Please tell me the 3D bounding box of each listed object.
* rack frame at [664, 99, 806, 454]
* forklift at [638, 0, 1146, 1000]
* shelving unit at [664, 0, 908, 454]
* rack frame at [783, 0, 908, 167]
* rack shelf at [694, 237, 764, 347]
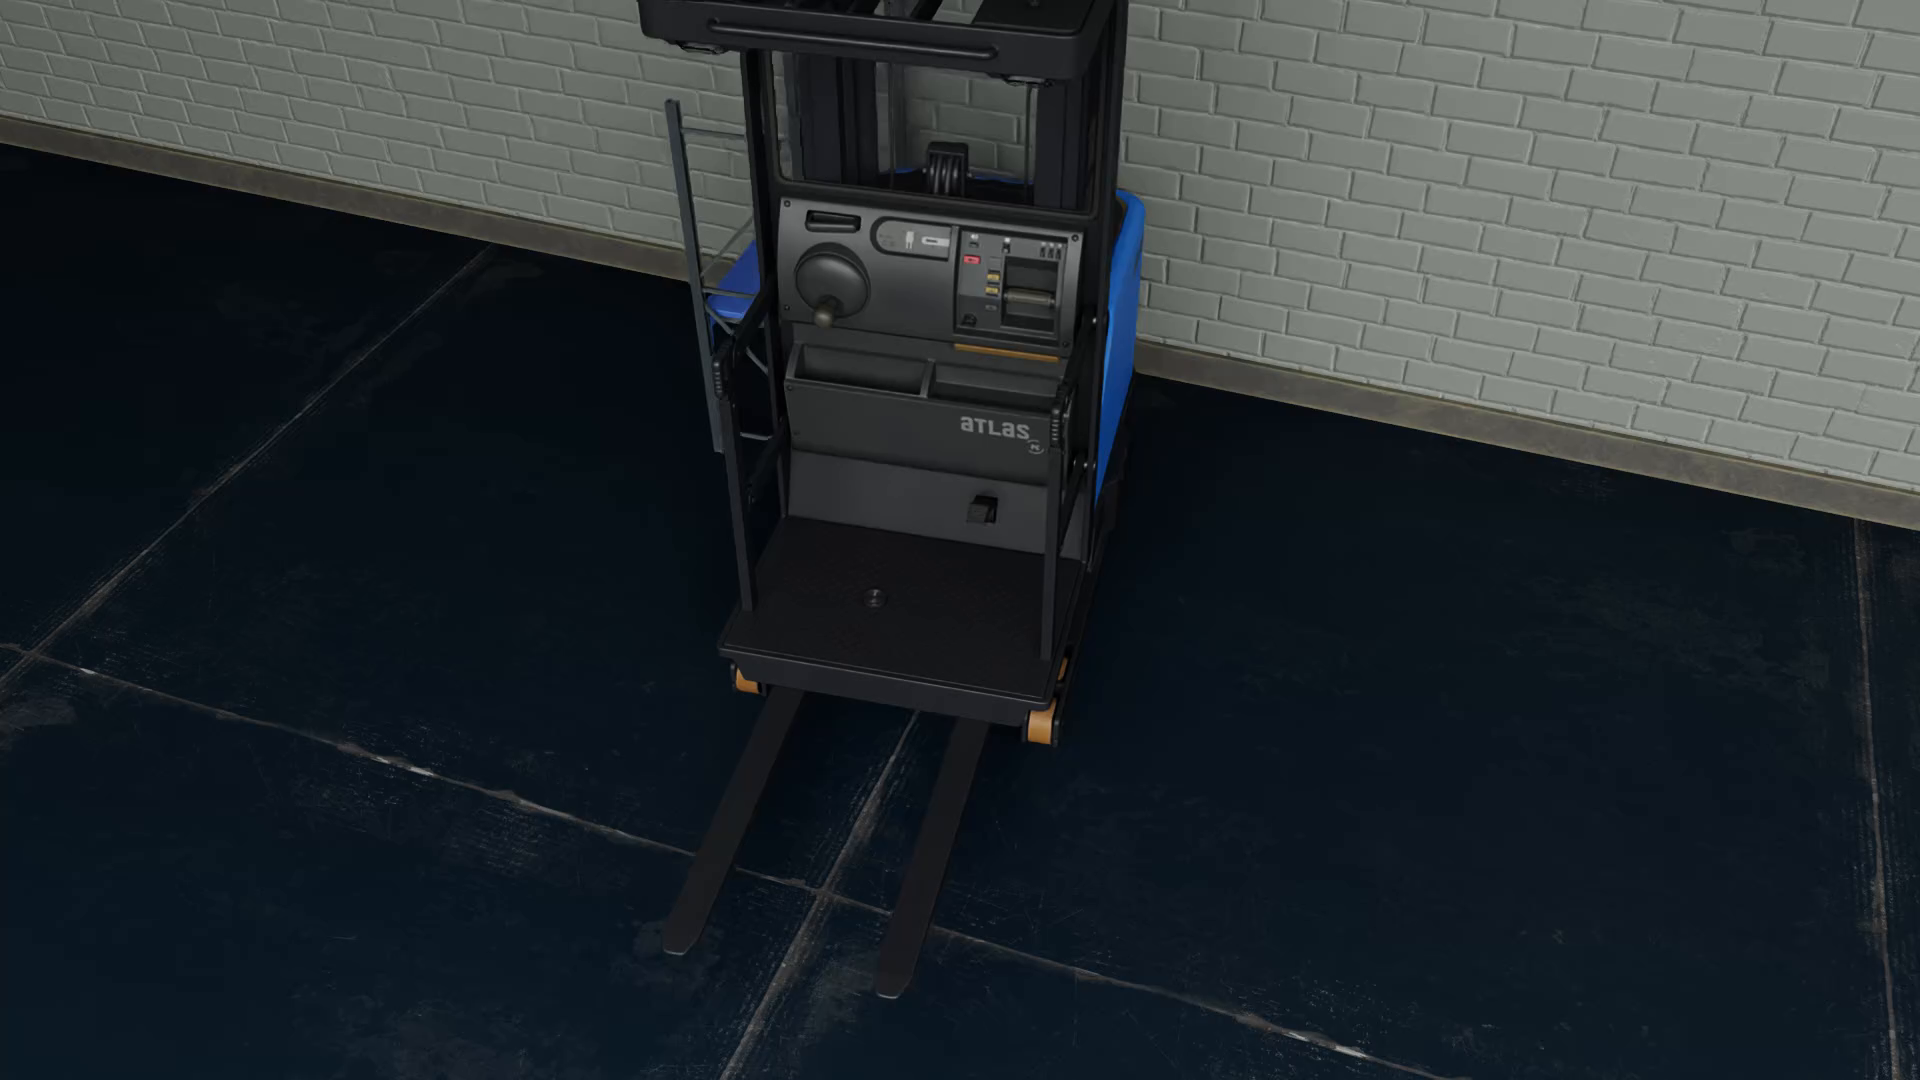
[{"bbox_3d":[-0.756,-0.891,6.130,0.500,1.500,0.032,11,42,14],"label":"rack frame"},{"bbox_3d":[-0.145,-0.719,4.835,1.130,2.935,3.031,9,41,10],"label":"forklift"},{"bbox_3d":[-0.604,-1.205,6.499,0.538,1.500,1.048,11,42,14],"label":"shelving unit"},{"bbox_3d":[-0.452,-1.520,6.868,0.500,1.500,0.032,11,42,14],"label":"rack frame"},{"bbox_3d":[-0.601,-1.068,6.615,0.538,0.185,1.000,11,42,14],"label":"rack shelf"}]
